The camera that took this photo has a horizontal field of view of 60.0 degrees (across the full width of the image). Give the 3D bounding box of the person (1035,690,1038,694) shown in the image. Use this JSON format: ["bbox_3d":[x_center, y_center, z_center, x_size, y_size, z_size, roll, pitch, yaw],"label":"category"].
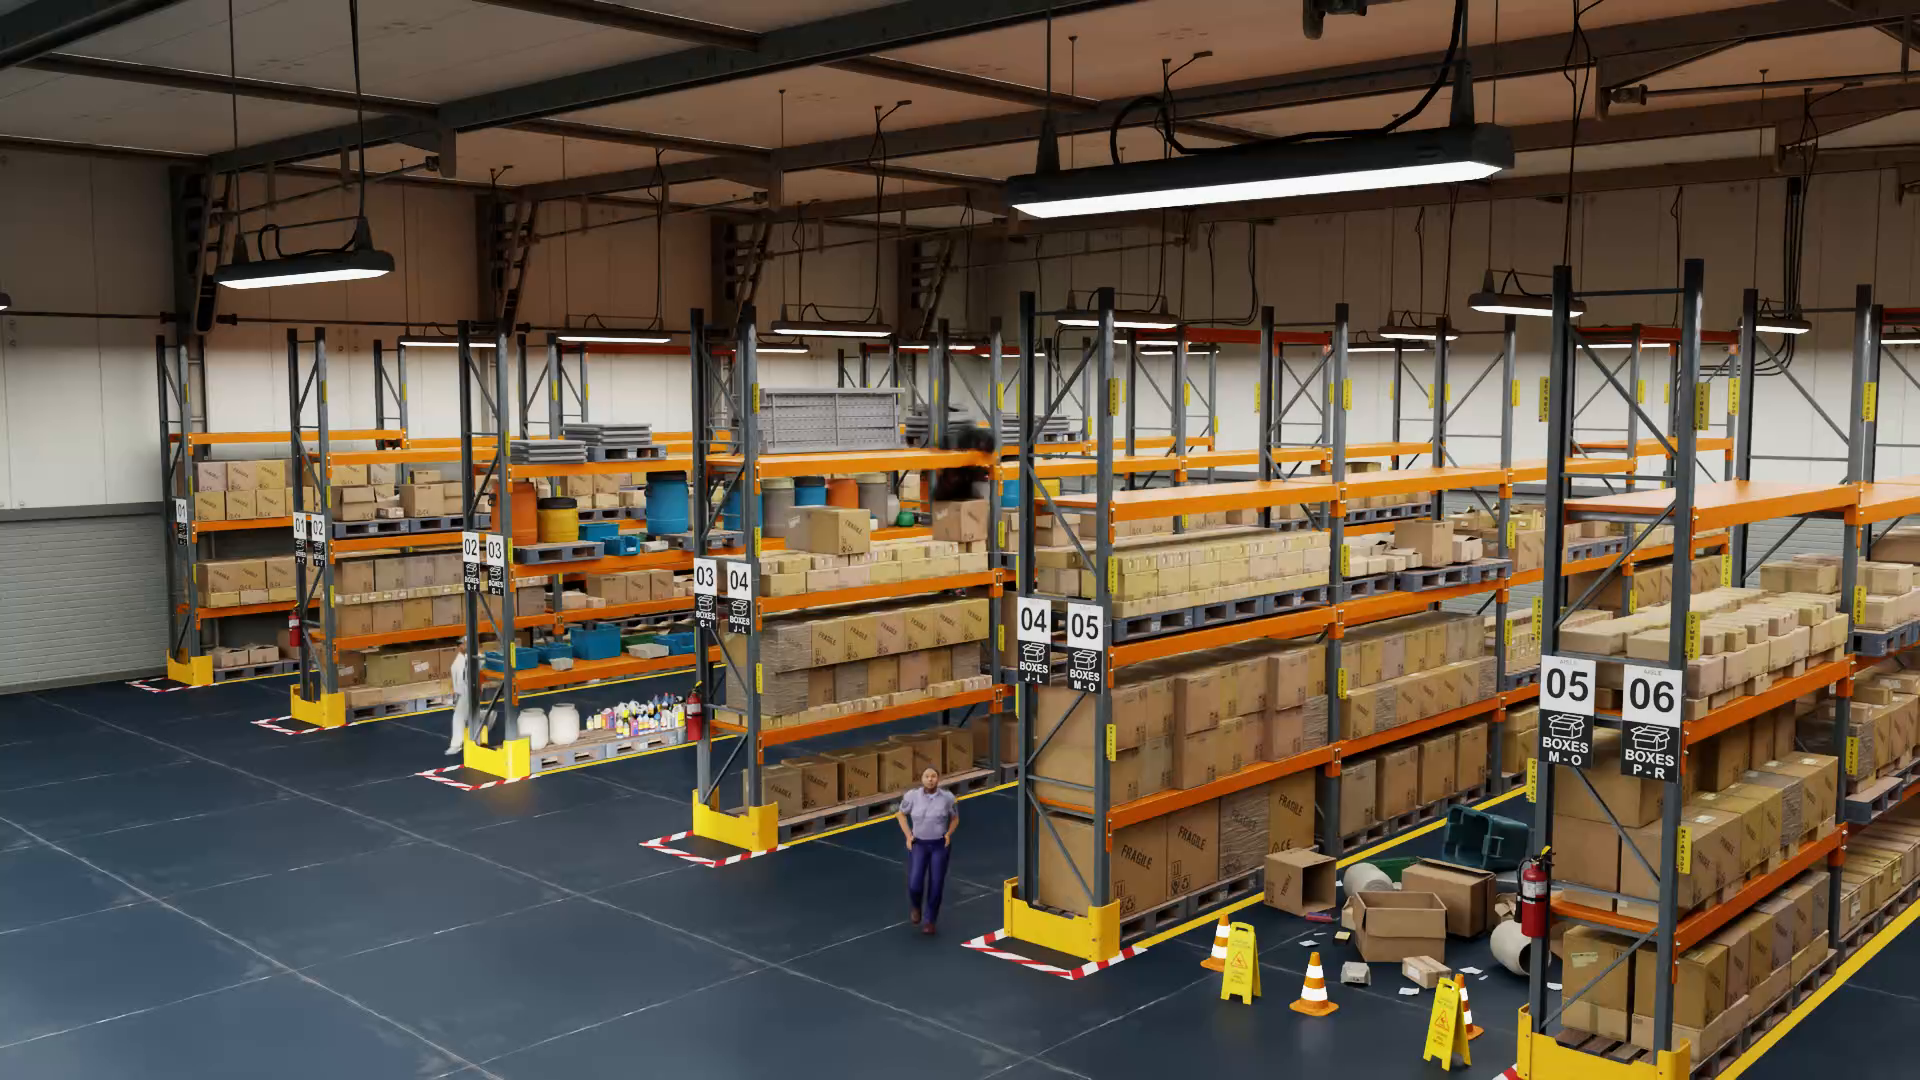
[{"bbox_3d":[1.162,1.922,25.833,0.412,1.685,0.841,5,7,41],"label":"person"}]

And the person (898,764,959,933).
[{"bbox_3d":[-0.295,2.943,15.602,0.575,1.519,0.536,0,5,-3],"label":"person"}]

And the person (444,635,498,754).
[{"bbox_3d":[-6.945,2.168,23.569,0.590,1.658,0.953,5,7,42],"label":"person"}]
